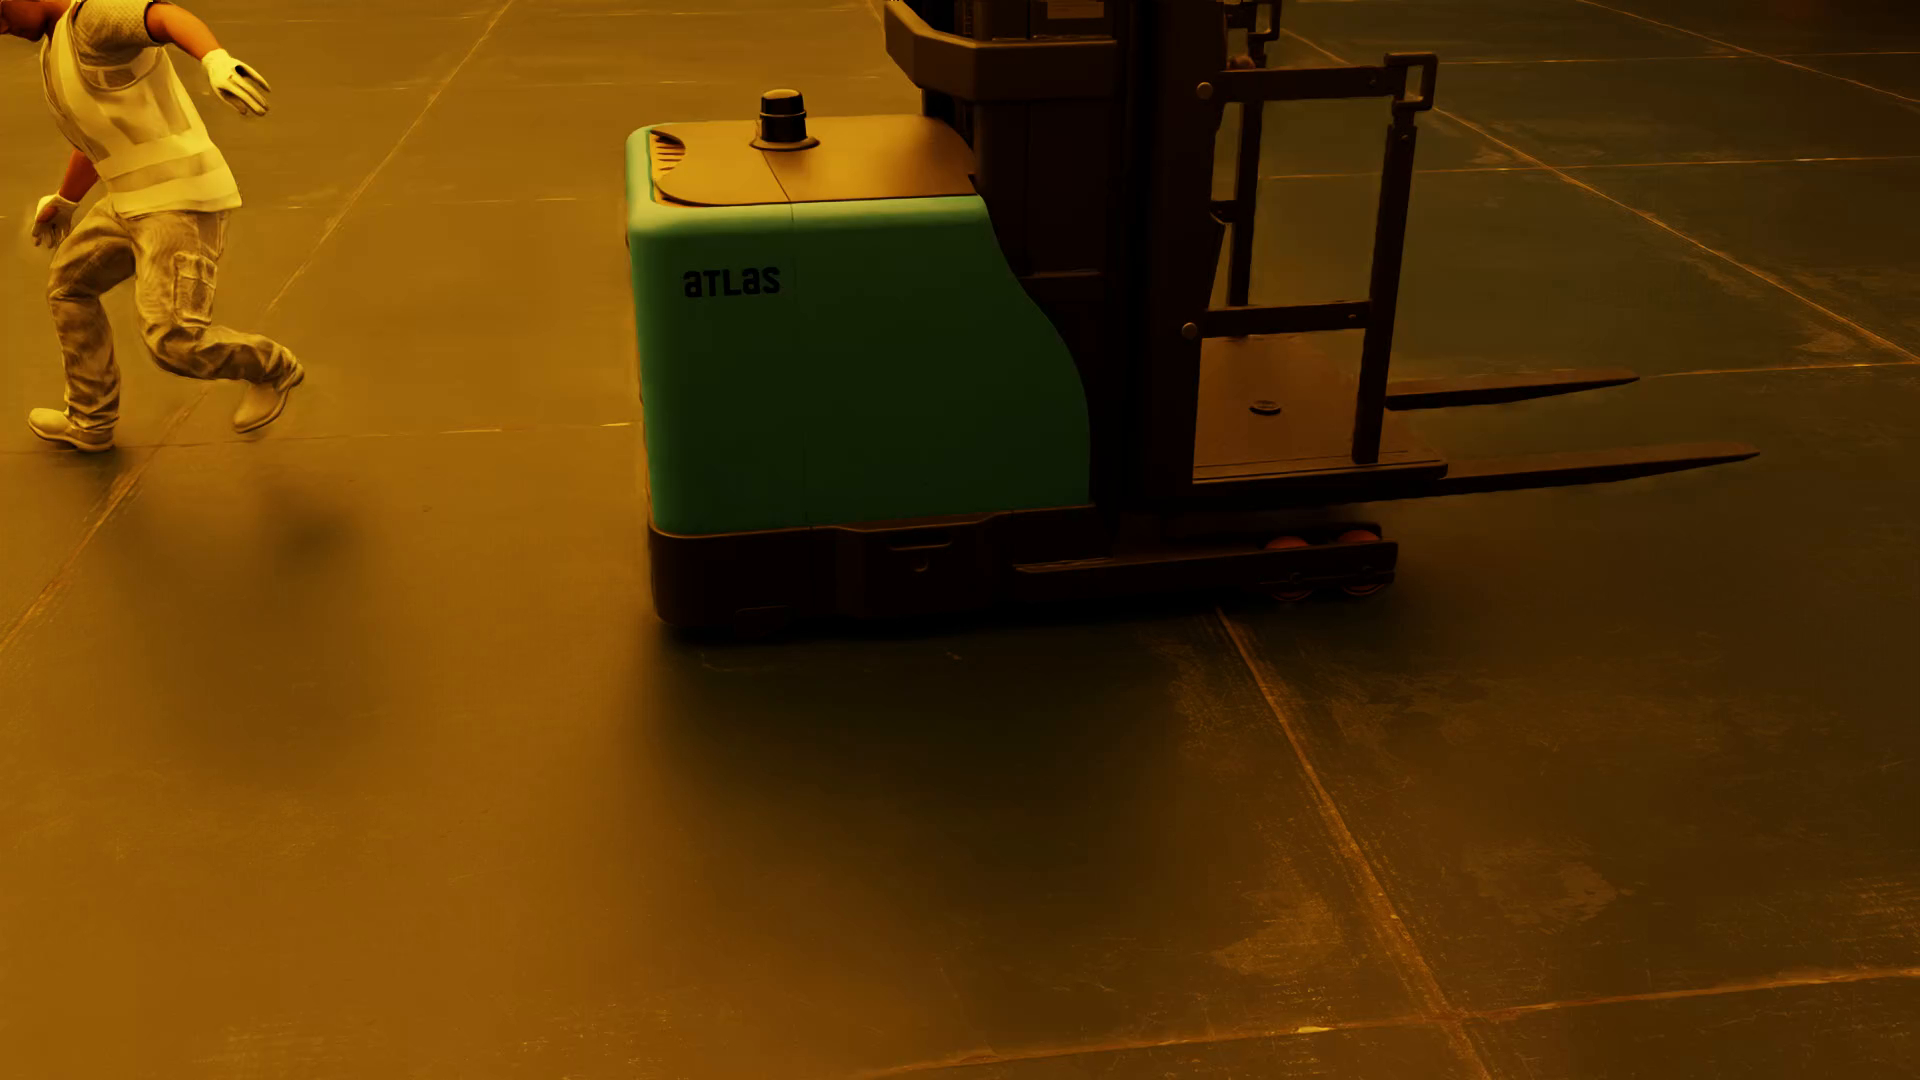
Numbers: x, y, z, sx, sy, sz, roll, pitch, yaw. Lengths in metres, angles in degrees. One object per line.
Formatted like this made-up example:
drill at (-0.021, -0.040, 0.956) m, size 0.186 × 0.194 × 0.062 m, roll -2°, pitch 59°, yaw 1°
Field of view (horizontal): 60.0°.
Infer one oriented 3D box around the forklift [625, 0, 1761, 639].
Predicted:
forklift at (0.666, -1.382, 4.098) m, size 3.031 × 2.935 × 1.130 m, roll -5°, pitch 26°, yaw -10°

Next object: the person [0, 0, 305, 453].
person at (-2.358, -0.936, 4.804) m, size 0.727 × 1.533 × 1.240 m, roll -19°, pitch 32°, yaw -34°
